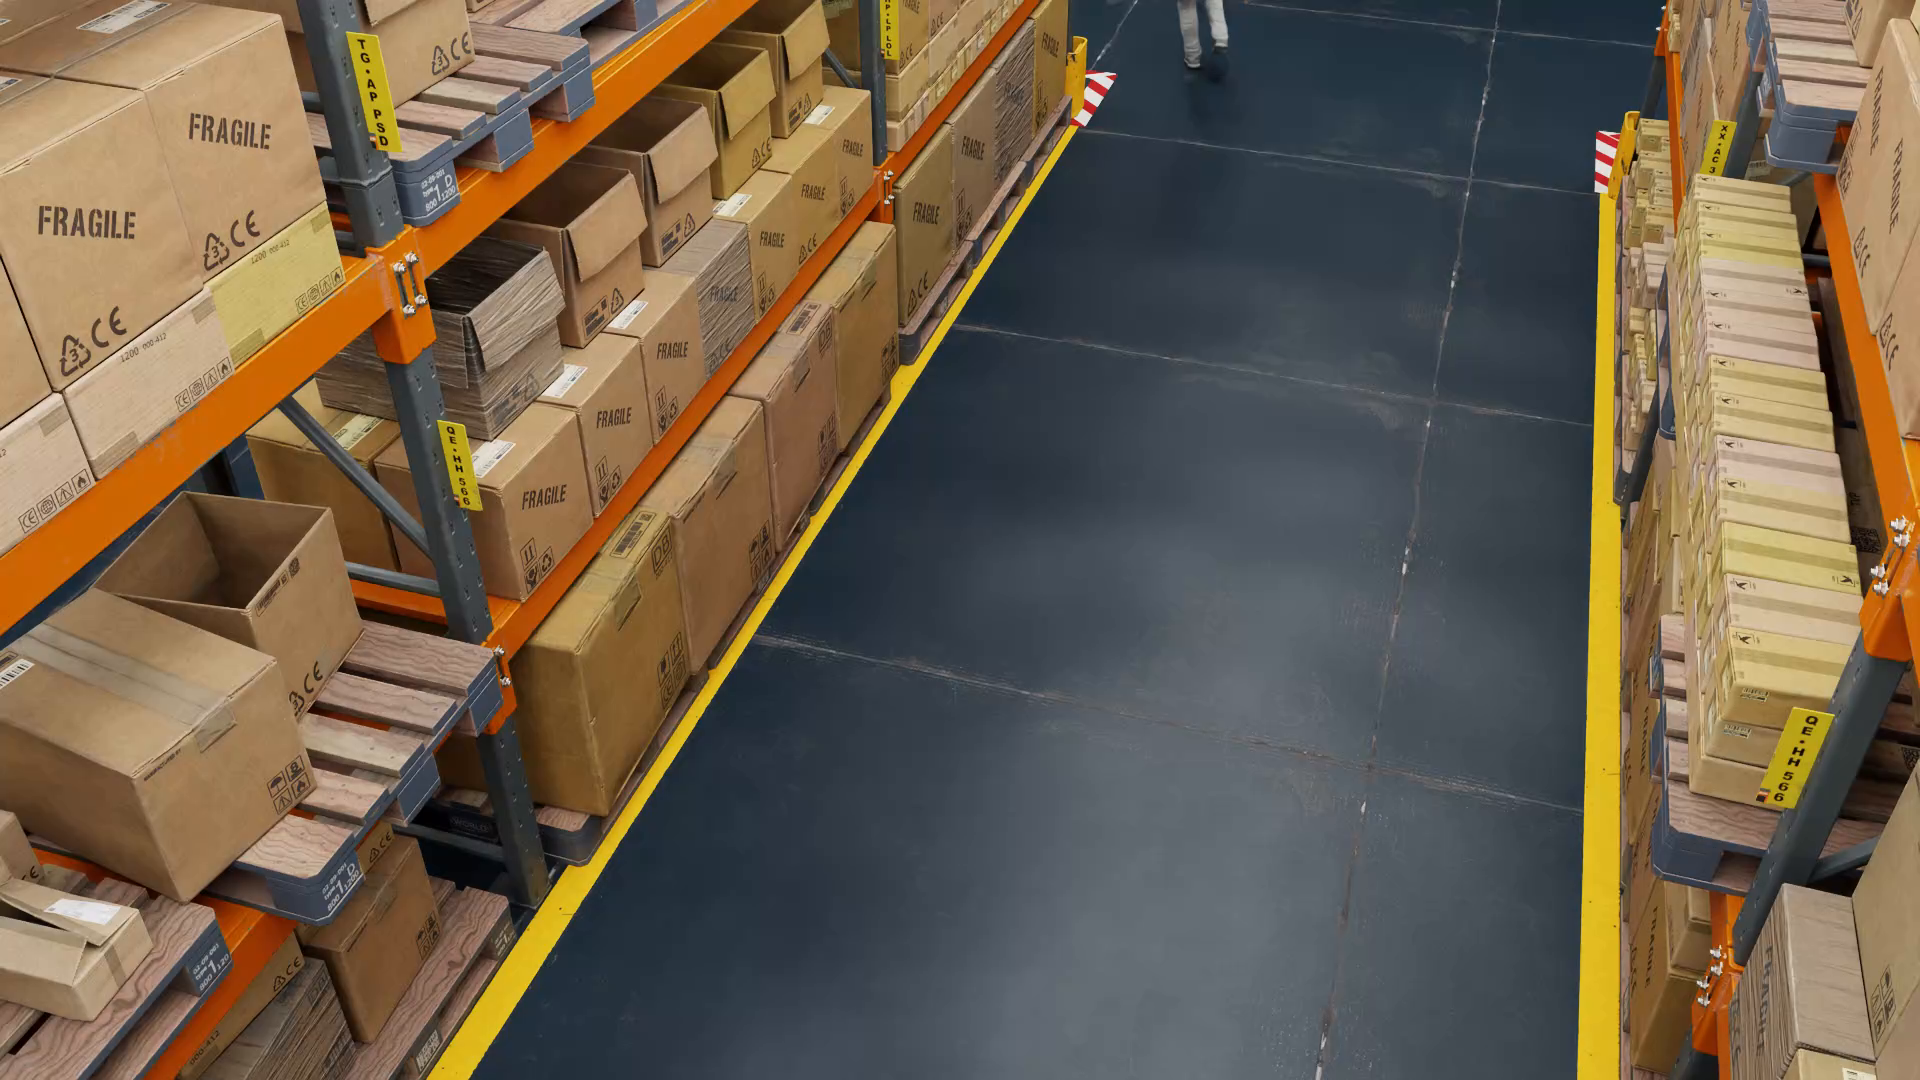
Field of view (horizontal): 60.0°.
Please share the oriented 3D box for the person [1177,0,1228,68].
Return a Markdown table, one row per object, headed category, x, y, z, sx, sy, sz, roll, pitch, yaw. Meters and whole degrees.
| category | x | y | z | sx | sy | sz | roll | pitch | yaw |
| --- | --- | --- | --- | --- | --- | --- | --- | --- | --- |
| person | 1.800 | -4.408 | 12.673 | 0.594 | 1.661 | 0.454 | -6 | 38 | -8 |
